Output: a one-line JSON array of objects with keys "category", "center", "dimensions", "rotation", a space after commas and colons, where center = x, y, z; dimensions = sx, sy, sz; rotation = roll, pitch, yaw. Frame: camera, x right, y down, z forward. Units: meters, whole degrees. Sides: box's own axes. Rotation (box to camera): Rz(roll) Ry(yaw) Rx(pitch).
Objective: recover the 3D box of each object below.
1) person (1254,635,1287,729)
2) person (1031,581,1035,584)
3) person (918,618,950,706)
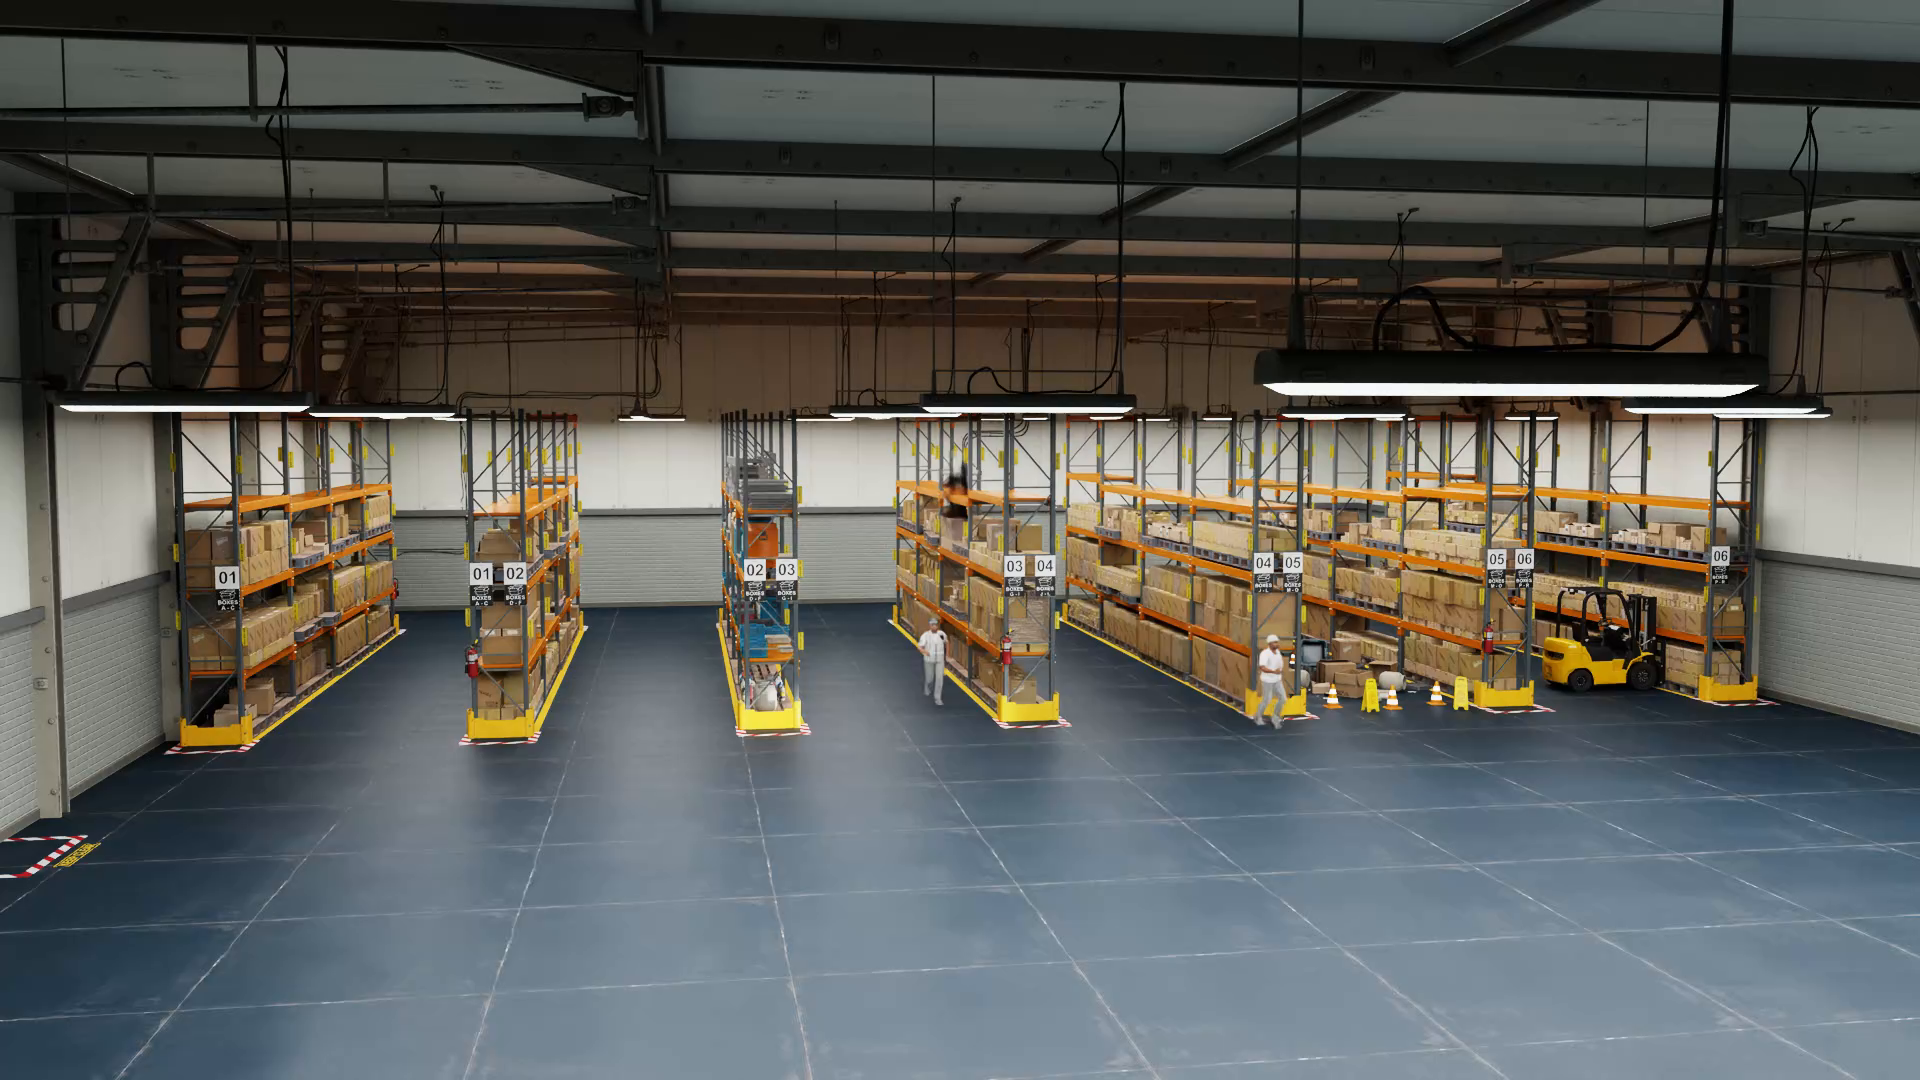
[{"category": "person", "center": [5.873, 2.684, 31.240], "dimensions": [0.722, 1.830, 0.736], "rotation": [-3, 5, -40]}, {"category": "person", "center": [1.998, 1.581, 47.222], "dimensions": [0.684, 1.682, 0.920], "rotation": [0, 4, -1]}, {"category": "person", "center": [-0.516, 2.468, 34.158], "dimensions": [0.677, 1.763, 0.965], "rotation": [-1, 4, -10]}]
